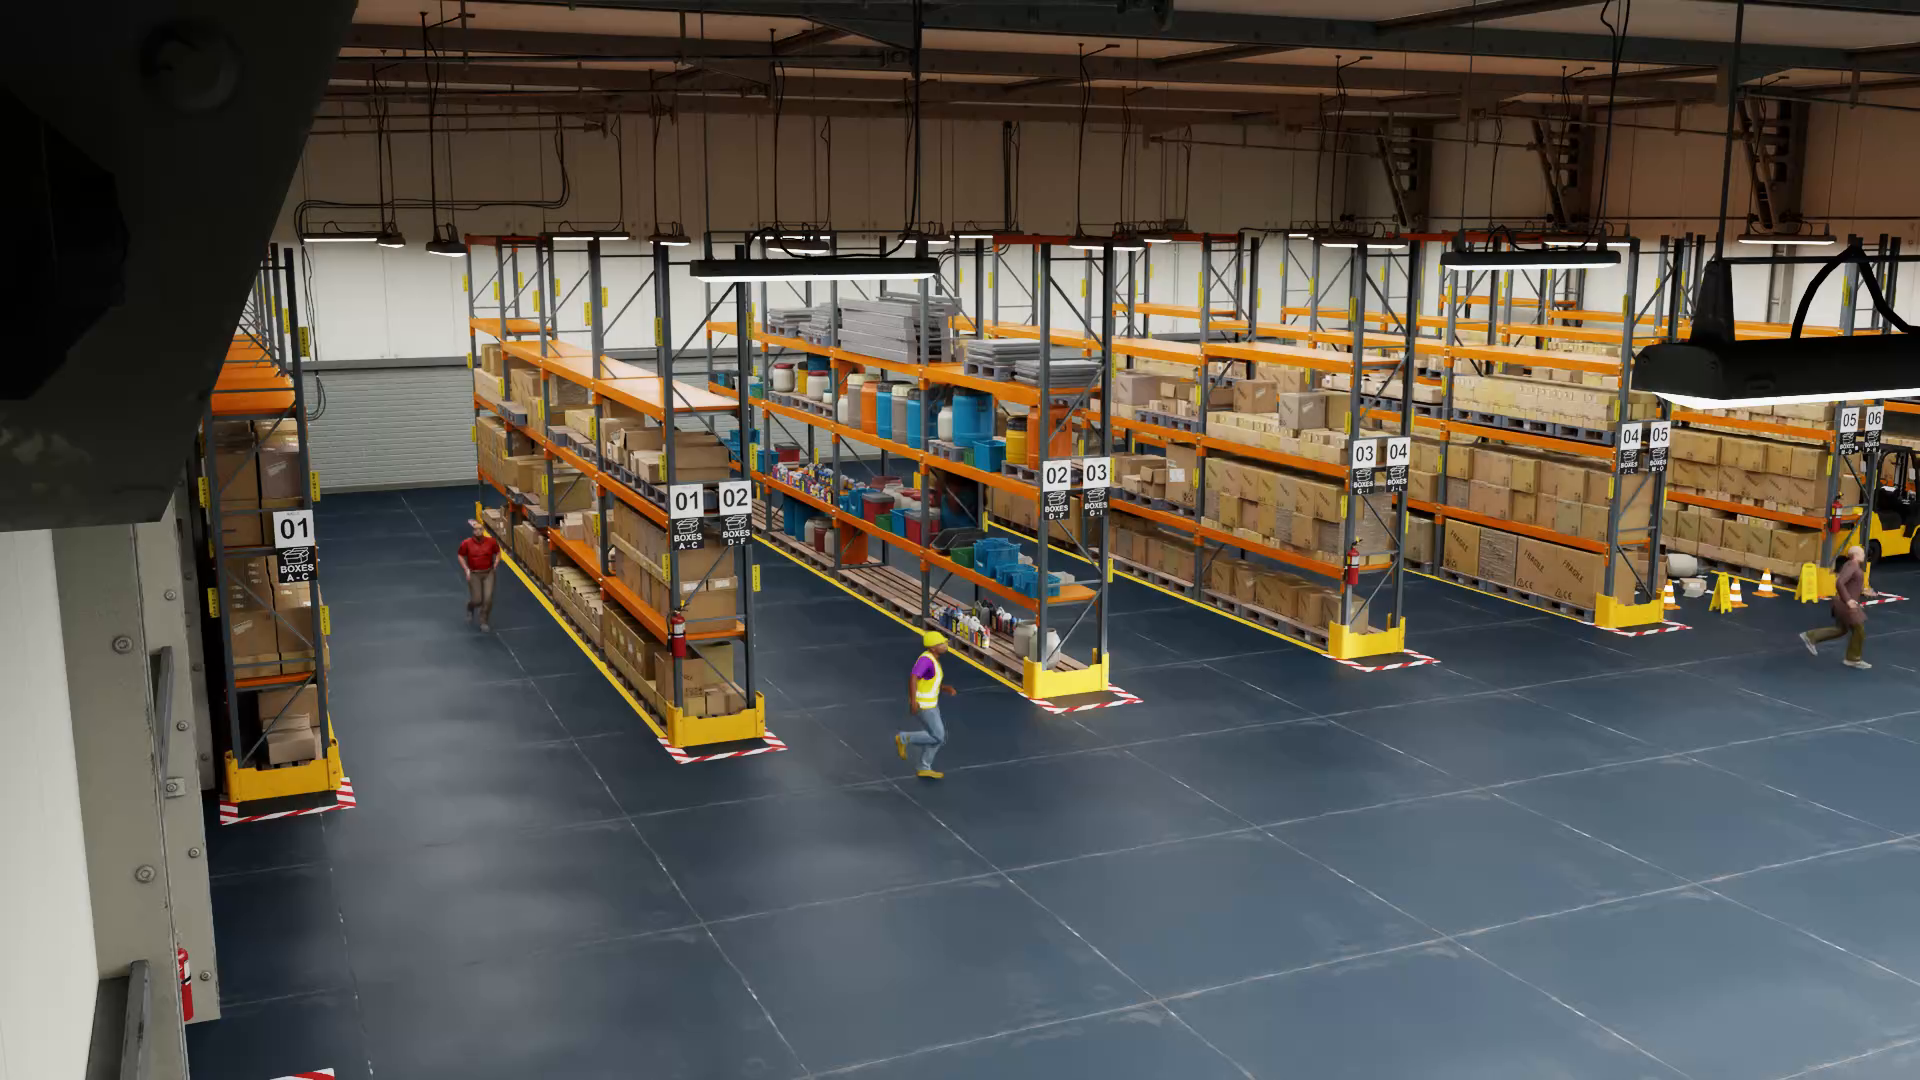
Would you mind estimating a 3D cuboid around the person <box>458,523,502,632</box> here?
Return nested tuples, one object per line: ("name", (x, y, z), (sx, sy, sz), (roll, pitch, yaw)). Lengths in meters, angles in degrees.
("person", (-7.436, 0.564, 25.855), (0.653, 1.690, 0.645), (-5, 12, -24))

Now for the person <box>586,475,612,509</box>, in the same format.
("person", (-7.384, -1.057, 34.070), (0.665, 1.746, 0.578), (-6, 13, -28))

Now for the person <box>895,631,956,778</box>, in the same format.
("person", (-0.399, 1.885, 19.008), (0.688, 1.714, 0.744), (1, 11, 7))

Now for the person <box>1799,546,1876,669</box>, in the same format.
("person", (12.560, 0.937, 23.727), (0.959, 1.760, 0.689), (4, 12, 20))
